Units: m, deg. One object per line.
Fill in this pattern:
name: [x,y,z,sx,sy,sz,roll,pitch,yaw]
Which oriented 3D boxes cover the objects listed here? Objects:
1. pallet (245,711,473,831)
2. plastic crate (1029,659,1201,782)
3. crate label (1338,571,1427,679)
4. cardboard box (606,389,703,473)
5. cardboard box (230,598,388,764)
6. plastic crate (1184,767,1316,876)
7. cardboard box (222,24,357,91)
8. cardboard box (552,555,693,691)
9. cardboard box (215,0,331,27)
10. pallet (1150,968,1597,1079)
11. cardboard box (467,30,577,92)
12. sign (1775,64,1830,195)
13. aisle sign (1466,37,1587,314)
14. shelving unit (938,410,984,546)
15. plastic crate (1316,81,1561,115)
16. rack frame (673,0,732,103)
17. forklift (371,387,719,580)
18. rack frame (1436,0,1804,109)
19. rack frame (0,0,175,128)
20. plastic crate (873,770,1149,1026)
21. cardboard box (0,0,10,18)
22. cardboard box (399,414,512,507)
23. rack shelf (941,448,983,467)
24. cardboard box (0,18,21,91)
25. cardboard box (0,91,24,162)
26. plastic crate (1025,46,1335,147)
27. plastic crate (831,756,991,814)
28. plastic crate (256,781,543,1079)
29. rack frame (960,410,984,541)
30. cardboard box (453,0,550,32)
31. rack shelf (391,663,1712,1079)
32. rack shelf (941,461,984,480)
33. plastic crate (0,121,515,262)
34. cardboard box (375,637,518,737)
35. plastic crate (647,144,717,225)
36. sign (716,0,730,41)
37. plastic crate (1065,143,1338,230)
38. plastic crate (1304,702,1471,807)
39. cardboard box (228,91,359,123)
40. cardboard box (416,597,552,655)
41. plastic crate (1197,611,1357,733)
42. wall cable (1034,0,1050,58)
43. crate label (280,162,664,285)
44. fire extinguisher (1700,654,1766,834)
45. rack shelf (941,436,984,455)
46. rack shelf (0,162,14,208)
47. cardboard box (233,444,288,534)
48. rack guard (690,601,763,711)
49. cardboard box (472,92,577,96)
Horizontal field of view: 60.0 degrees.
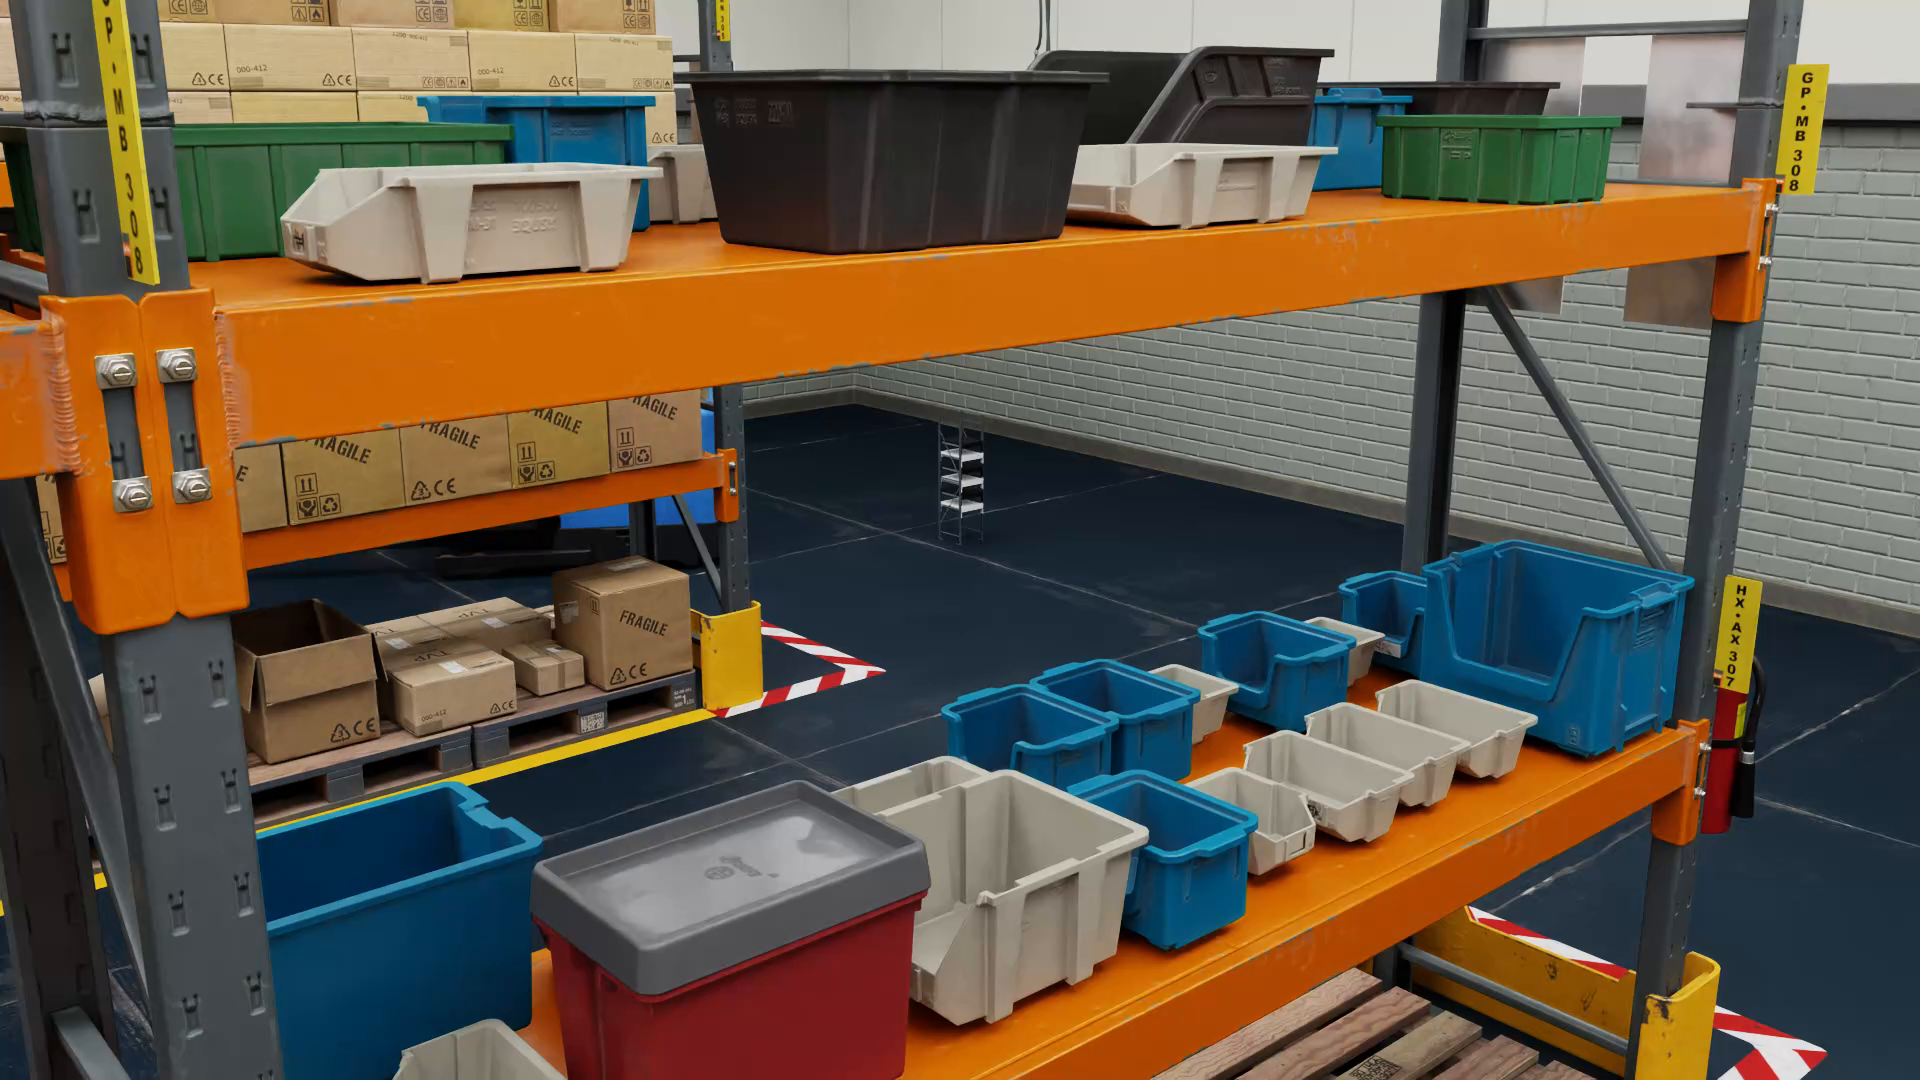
pallet: [-3.034,0.974,7.695,1.213,0.211,1.003,-13,19,-39]
plastic crate: [0.397,0.491,4.309,0.300,0.233,0.416,-13,19,-39]
crate label: [1.390,0.268,5.144,0.303,0.233,0.416,-13,19,-39]
cardboard box: [-1.615,-0.646,8.164,0.500,0.500,0.500,-12,19,-38]
cardboard box: [-3.060,0.625,7.583,0.637,0.503,0.797,-13,19,-39]
plastic crate: [0.663,0.662,3.855,0.250,0.136,0.298,-13,19,-39]
cardboard box: [-2.806,-1.954,6.762,0.500,0.250,0.500,-13,19,-39]
cardboard box: [-1.704,0.408,8.401,0.500,0.500,0.500,-13,19,-39]
cardboard box: [-3.011,-2.377,6.893,0.500,0.500,0.700,-13,19,-39]
pallet: [1.145,1.717,4.912,1.213,0.211,1.003,-13,19,-39]
cardboard box: [-2.053,-2.124,7.398,0.500,0.250,0.500,-13,19,-39]
sign: [2.166,-1.056,4.283,0.005,0.325,0.100,-13,19,-39]
aisle sign: [1.652,-1.088,4.973,0.004,0.787,0.394,-13,19,-39]
shelving unit: [0.006,-0.436,11.639,0.210,0.900,0.258,-13,19,-39]
plastic crate: [1.319,-1.137,4.636,0.590,0.269,0.497,-13,19,-39]
rack frame: [-1.456,-3.625,7.885,0.127,3.000,1.000,-13,19,-39]
forklift: [-3.125,-1.302,10.946,3.031,2.935,1.130,-2,15,-8]
rack frame: [1.793,-2.660,4.273,0.127,3.000,1.000,-13,19,-39]
rack frame: [-1.225,-1.983,1.736,0.127,3.000,1.000,-13,19,-39]
plastic crate: [0.048,0.721,3.352,0.530,0.282,0.437,-13,19,-39]
cardboard box: [-3.661,-2.177,6.143,0.500,0.500,0.700,-13,19,-39]
cardboard box: [-2.384,-0.474,7.520,0.500,0.500,0.500,-12,19,-39]
rack shelf: [0.006,-0.578,11.601,0.200,0.077,0.258,-13,19,-39]
cardboard box: [-3.568,-1.787,6.136,0.500,0.250,0.500,-13,19,-39]
cardboard box: [-3.564,-1.544,6.197,0.500,0.250,0.500,-13,19,-39]
plastic crate: [0.460,-0.976,3.899,0.767,0.338,0.504,-13,19,-39]
plastic crate: [-0.108,0.660,3.860,0.466,0.136,0.293,-13,19,-39]
plastic crate: [-1.096,0.749,3.049,0.575,0.384,0.392,-13,19,-39]
rack frame: [0.083,-0.453,11.703,0.006,0.900,0.240,-13,19,-39]
cardboard box: [-2.265,-2.549,7.537,0.500,0.500,0.700,-13,19,-39]
rack shelf: [0.284,0.924,3.871,4.000,0.370,1.077,-13,19,-39]
rack shelf: [0.006,-0.491,11.624,0.200,0.077,0.258,-13,19,-39]
plastic crate: [-1.104,-0.562,2.639,0.662,0.188,0.450,-13,19,-39]
cardboard box: [-2.441,0.684,7.852,0.500,0.250,0.500,-13,19,-39]
plastic crate: [-0.515,-0.696,3.241,0.466,0.136,0.293,-13,19,-39]
sign: [-1.107,-2.493,7.741,0.005,0.325,0.100,-13,19,-39]
plastic crate: [0.397,-0.686,3.202,0.530,0.136,0.437,-13,19,-39]
plastic crate: [1.068,0.556,4.251,0.243,0.136,0.396,-13,19,-39]
cardboard box: [-2.811,-1.714,6.833,0.500,0.250,0.500,-13,19,-39]
cardboard box: [-2.430,0.510,8.502,0.500,0.250,0.500,-13,19,-39]
plastic crate: [0.894,0.379,4.727,0.300,0.233,0.416,-13,19,-39]
wall cable: [-0.209,-3.978,15.220,0.112,2.526,3.097,-13,19,-39]
crate label: [-0.666,-0.433,2.257,0.466,0.136,0.293,-13,19,-39]
fire extinguisher: [2.205,0.518,4.869,0.183,0.674,0.296,-13,19,-39]
rack shelf: [0.006,-0.665,11.578,0.200,0.077,0.258,-13,19,-39]
rack shelf: [-2.965,-1.490,7.097,4.000,0.370,1.077,-13,19,-39]
cardboard box: [-3.147,-0.303,6.877,0.500,0.500,0.500,-13,20,-40]
rack guard: [-1.513,0.493,8.934,0.348,0.500,1.175,-13,19,-39]
cardboard box: [-2.055,-1.883,7.464,0.500,0.250,0.500,-13,19,-39]
